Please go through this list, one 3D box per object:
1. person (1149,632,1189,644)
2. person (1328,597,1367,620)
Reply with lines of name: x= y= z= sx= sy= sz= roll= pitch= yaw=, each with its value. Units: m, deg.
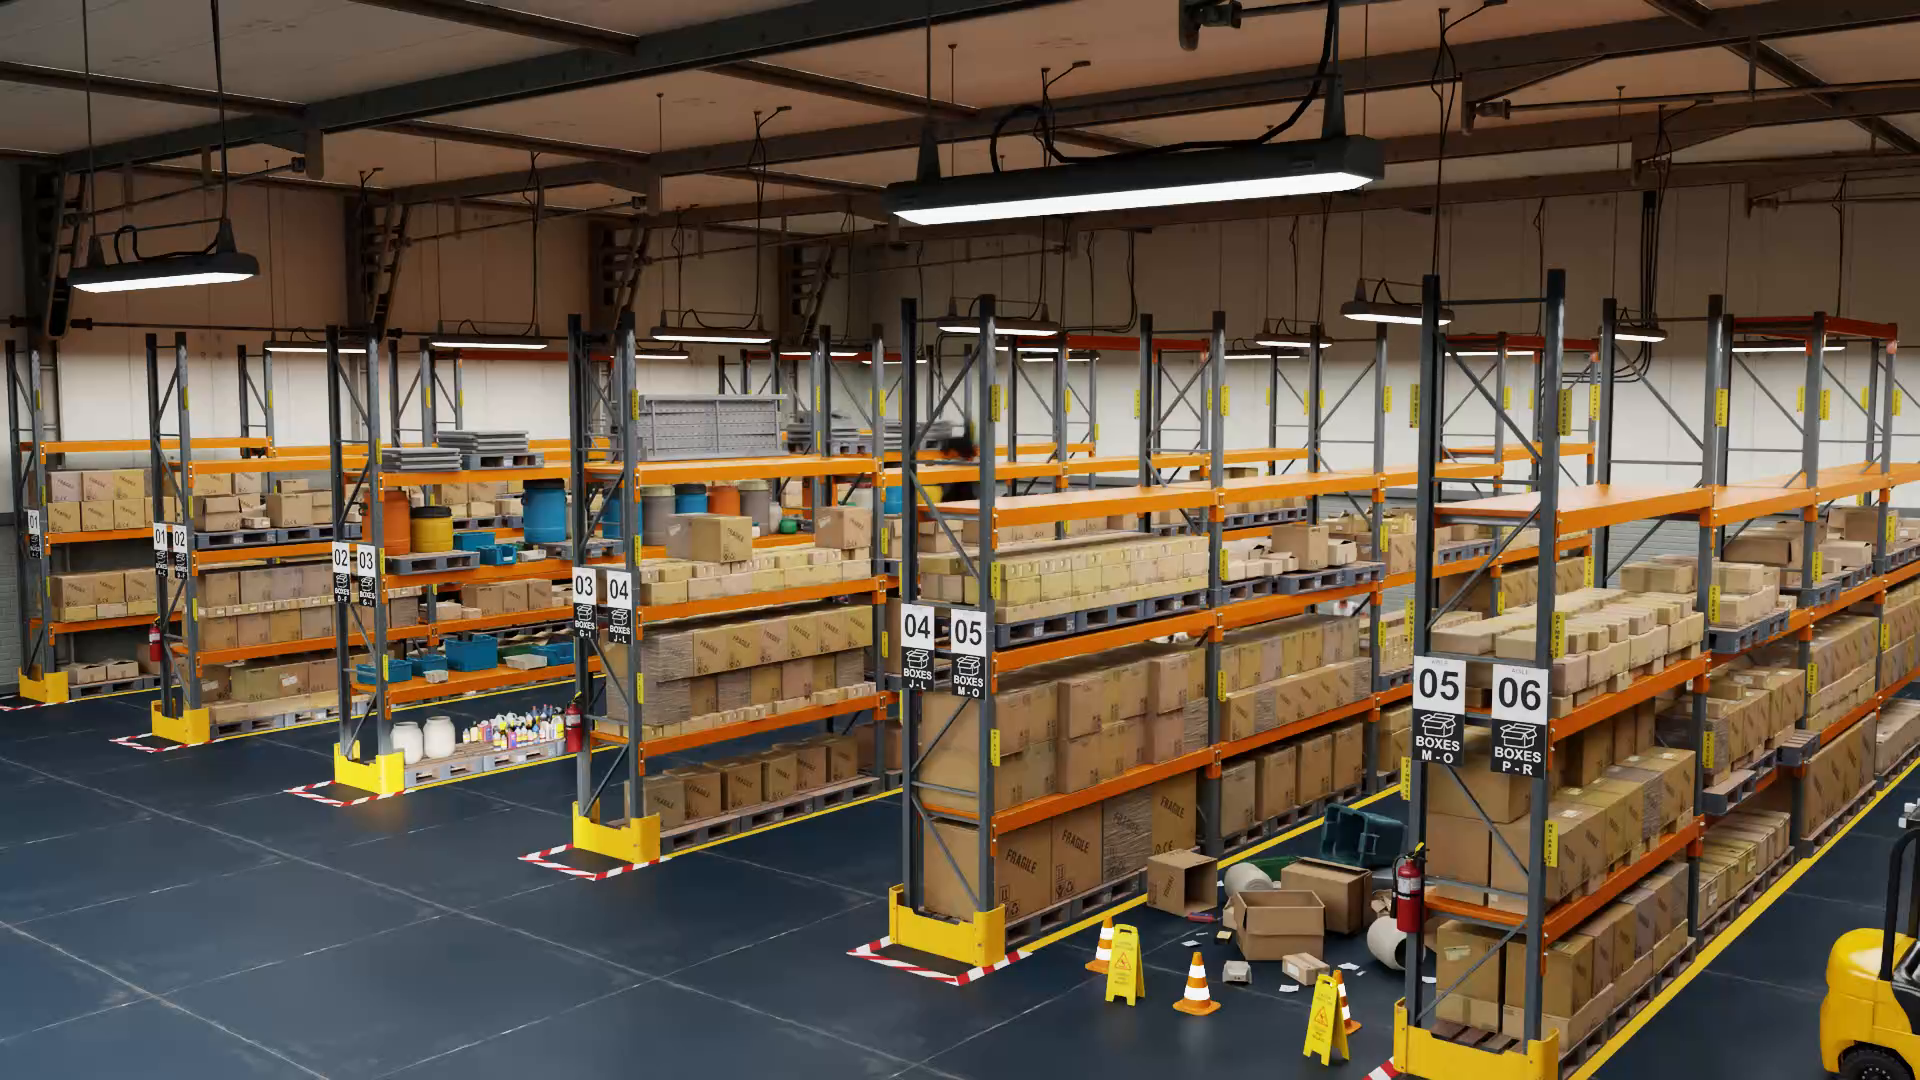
person: x=2.923 y=1.896 z=23.969 sx=0.603 sy=1.850 sz=0.826 roll=4 pitch=6 yaw=36
person: x=6.646 y=1.716 z=28.698 sx=0.604 sy=1.838 sz=0.761 roll=4 pitch=6 yaw=36
